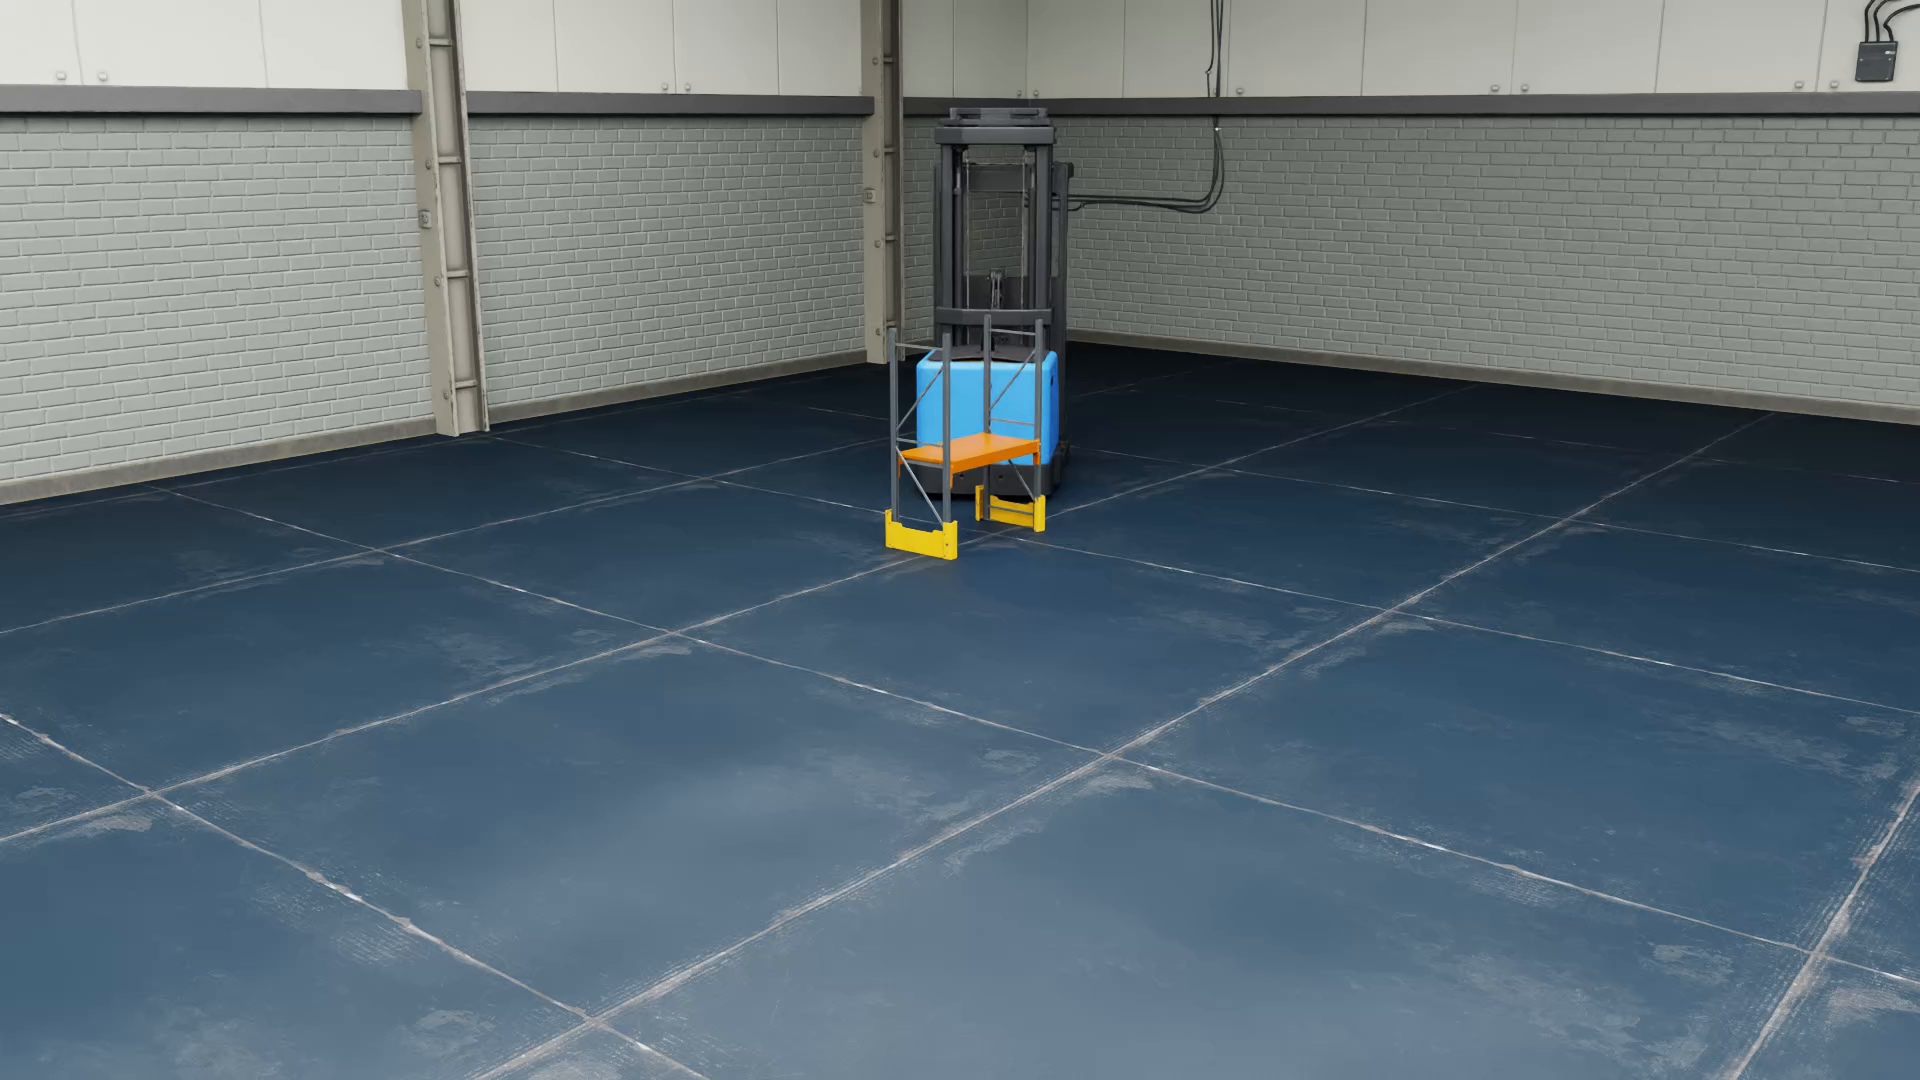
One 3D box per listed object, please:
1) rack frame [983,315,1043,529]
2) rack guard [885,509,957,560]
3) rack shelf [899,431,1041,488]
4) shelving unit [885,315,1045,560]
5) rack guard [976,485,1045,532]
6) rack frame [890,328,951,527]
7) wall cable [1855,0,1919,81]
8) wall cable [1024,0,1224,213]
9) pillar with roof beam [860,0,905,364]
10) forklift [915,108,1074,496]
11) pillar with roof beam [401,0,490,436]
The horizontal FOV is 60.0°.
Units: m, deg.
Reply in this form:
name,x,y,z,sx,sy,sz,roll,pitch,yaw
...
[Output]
name,x,y,z,sx,sy,sz,roll,pitch,yaw
rack frame,0.373,-0.841,11.886,0.500,1.500,0.032,11,18,38
rack guard,-0.265,-0.040,11.274,0.587,0.250,0.087,11,18,38
rack shelf,0.054,-0.569,11.547,0.538,0.185,1.000,11,18,38
shelving unit,0.048,-0.742,11.496,0.587,1.500,1.083,11,18,38
rack guard,0.361,-0.231,12.025,0.587,0.250,0.087,11,18,38
rack frame,-0.266,-0.646,11.119,0.500,1.500,0.032,11,18,38
wall cable,9.348,-7.066,14.253,2.305,6.003,0.169,11,18,38
wall cable,1.974,-5.384,20.849,3.097,2.526,0.112,11,18,38
pillar with roof beam,2.443,-5.864,16.428,9.100,9.000,0.400,11,18,38
forklift,0.357,-2.066,13.804,1.130,2.935,3.031,2,14,7
pillar with roof beam,-1.328,-4.715,11.905,9.100,9.000,0.400,11,18,38
